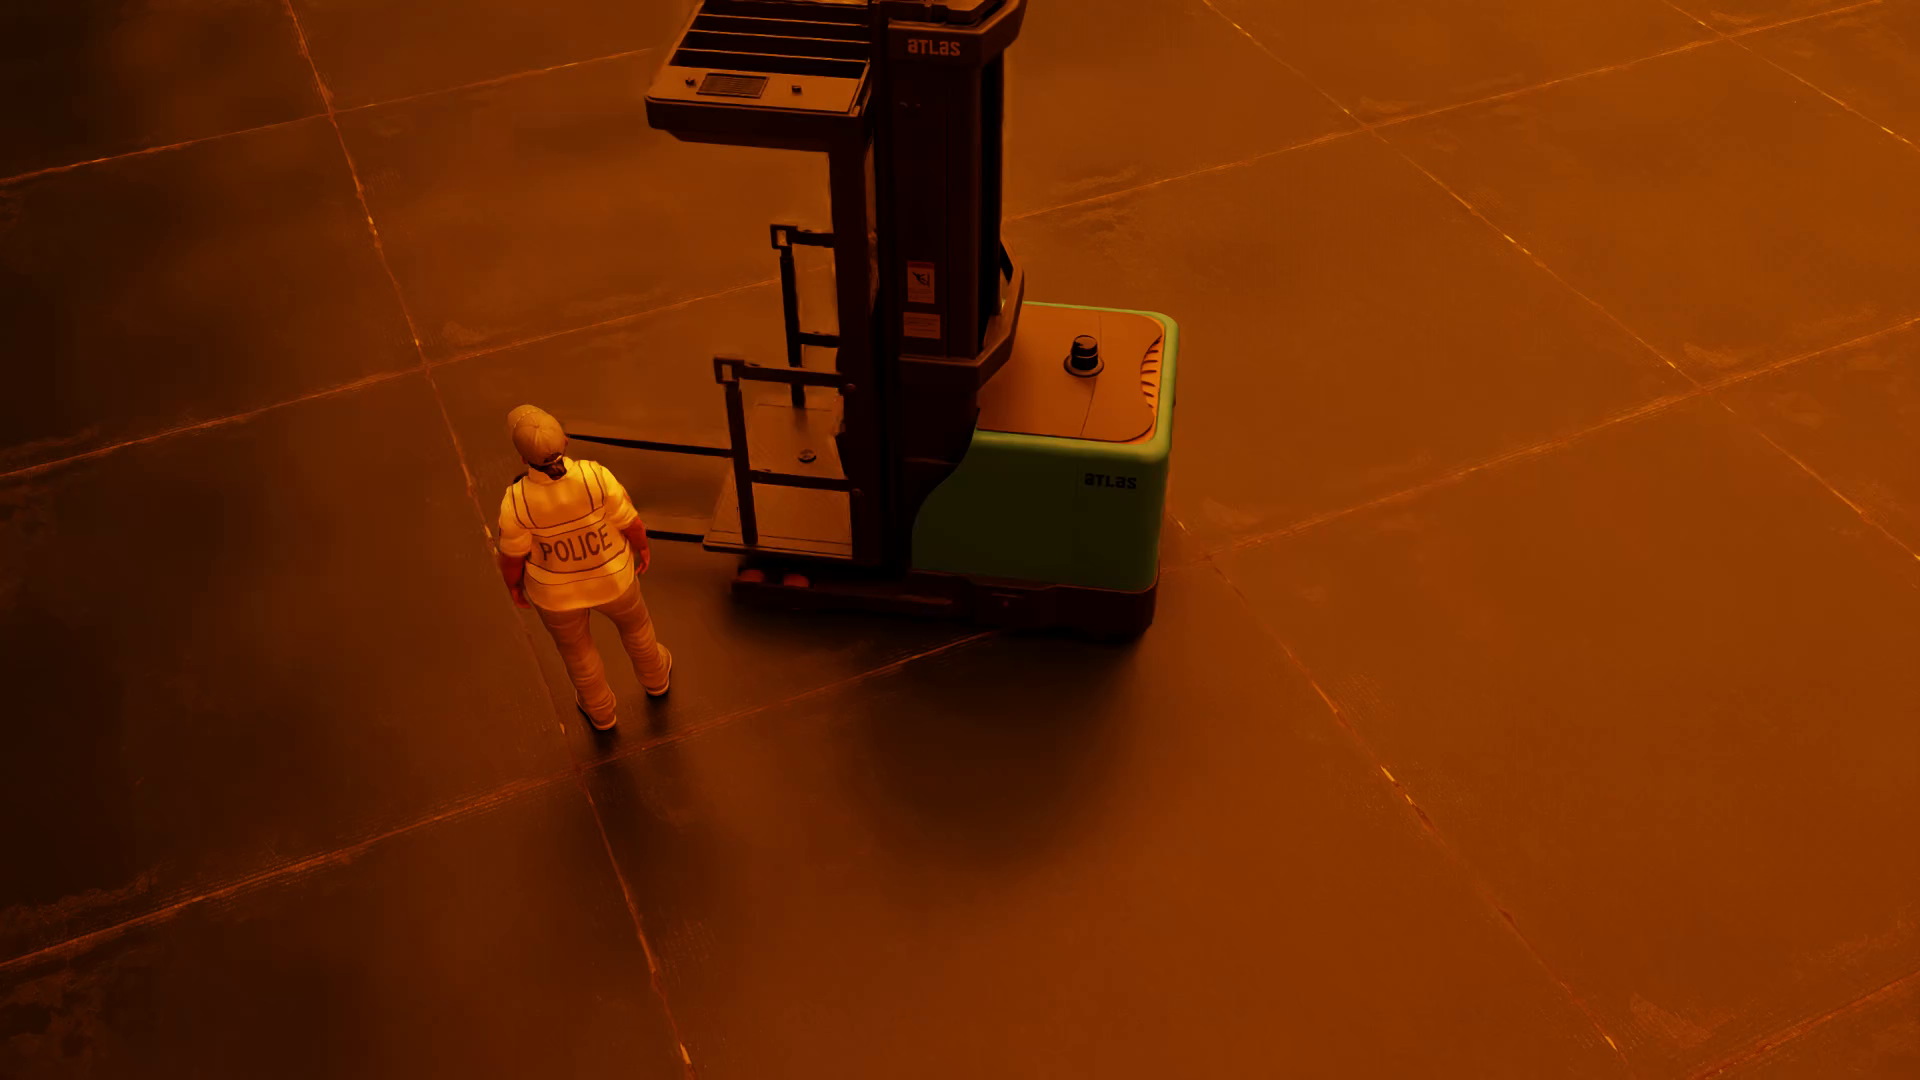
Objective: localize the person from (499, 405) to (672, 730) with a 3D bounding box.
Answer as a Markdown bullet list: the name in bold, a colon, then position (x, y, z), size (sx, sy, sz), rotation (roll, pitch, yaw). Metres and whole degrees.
- **person**: position (-1.480, 0.091, 6.499), size (0.598, 1.670, 0.529), rotation (-14, 45, -15)

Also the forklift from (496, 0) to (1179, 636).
- **forklift**: position (-0.585, -1.109, 6.869), size (3.031, 2.935, 1.130), rotation (6, 43, 6)
